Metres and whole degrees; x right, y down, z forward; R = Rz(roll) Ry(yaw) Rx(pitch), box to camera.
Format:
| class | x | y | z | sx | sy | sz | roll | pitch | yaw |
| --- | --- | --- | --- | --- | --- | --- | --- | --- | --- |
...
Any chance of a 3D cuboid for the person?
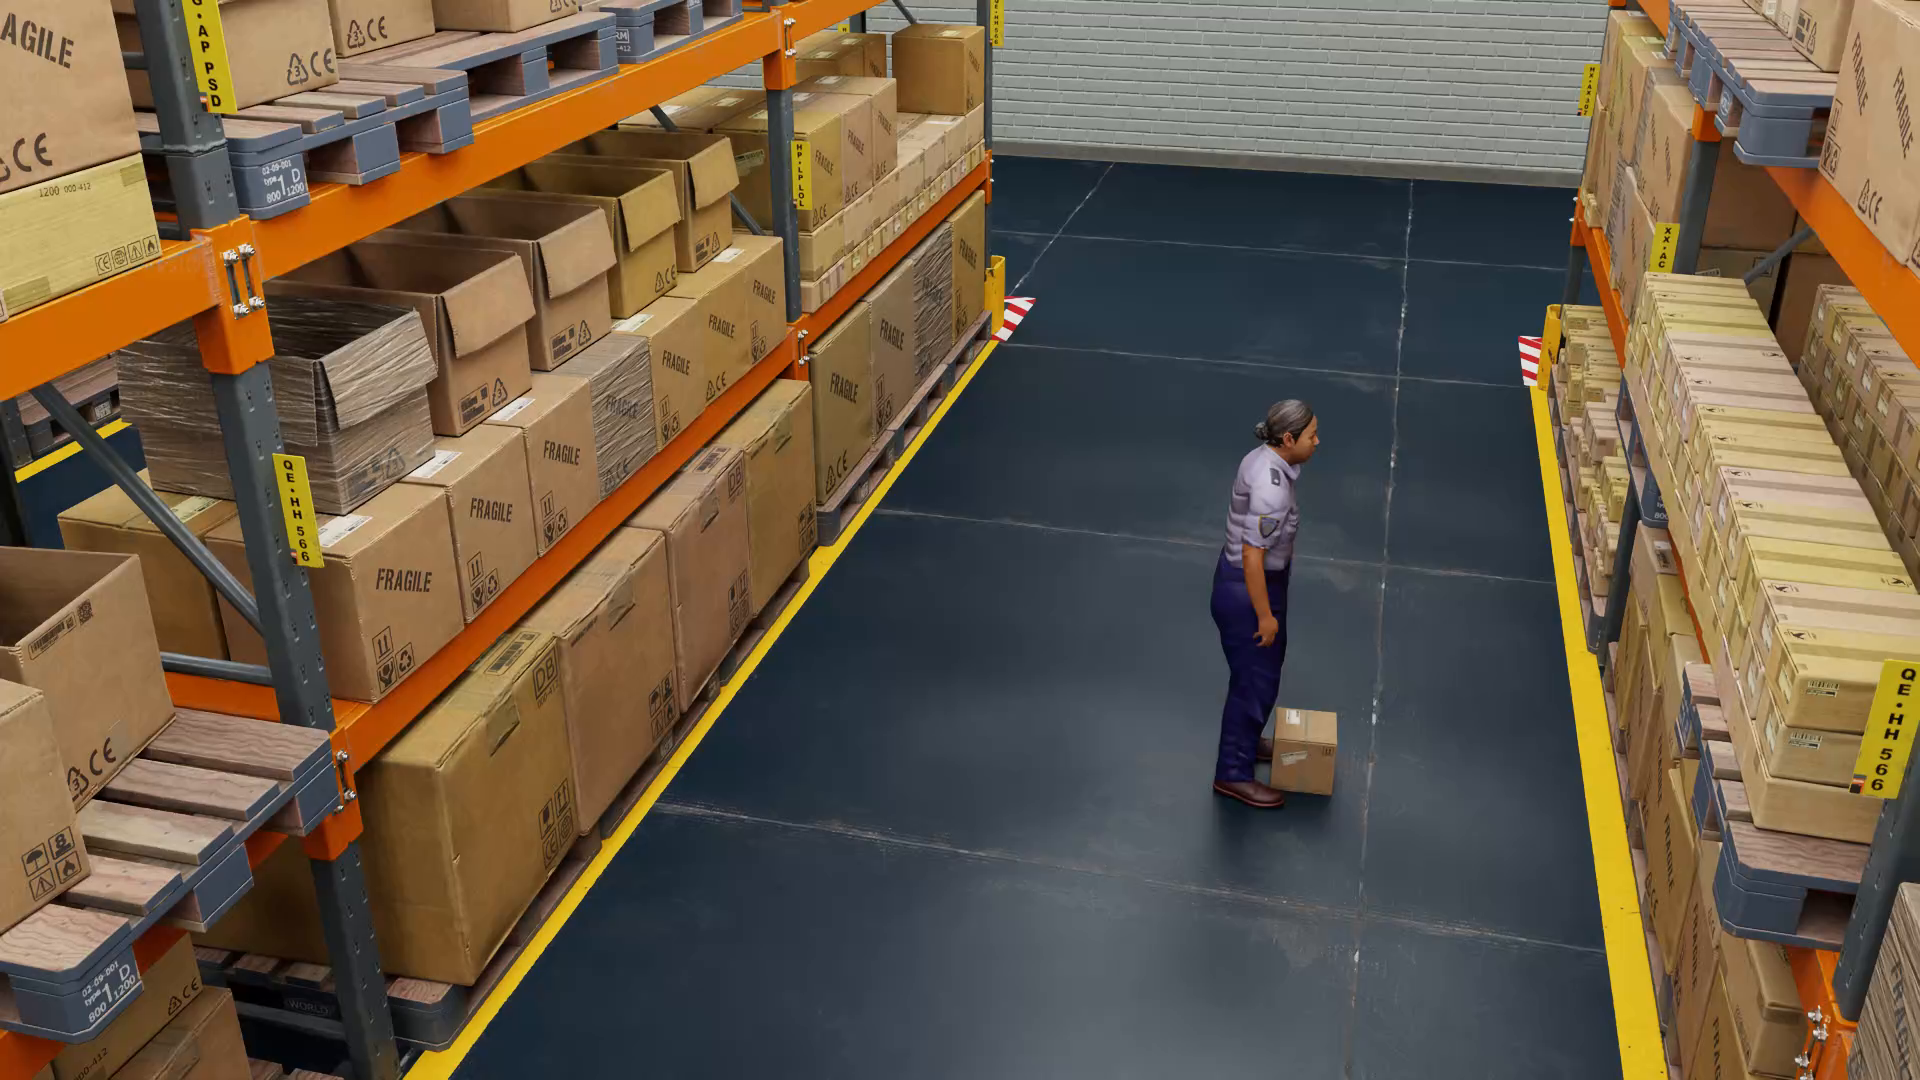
| class | x | y | z | sx | sy | sz | roll | pitch | yaw |
| --- | --- | --- | --- | --- | --- | --- | --- | --- | --- |
| person | 1.195 | 0.223 | 6.651 | 0.375 | 1.651 | 0.563 | 5 | 26 | 10 |
